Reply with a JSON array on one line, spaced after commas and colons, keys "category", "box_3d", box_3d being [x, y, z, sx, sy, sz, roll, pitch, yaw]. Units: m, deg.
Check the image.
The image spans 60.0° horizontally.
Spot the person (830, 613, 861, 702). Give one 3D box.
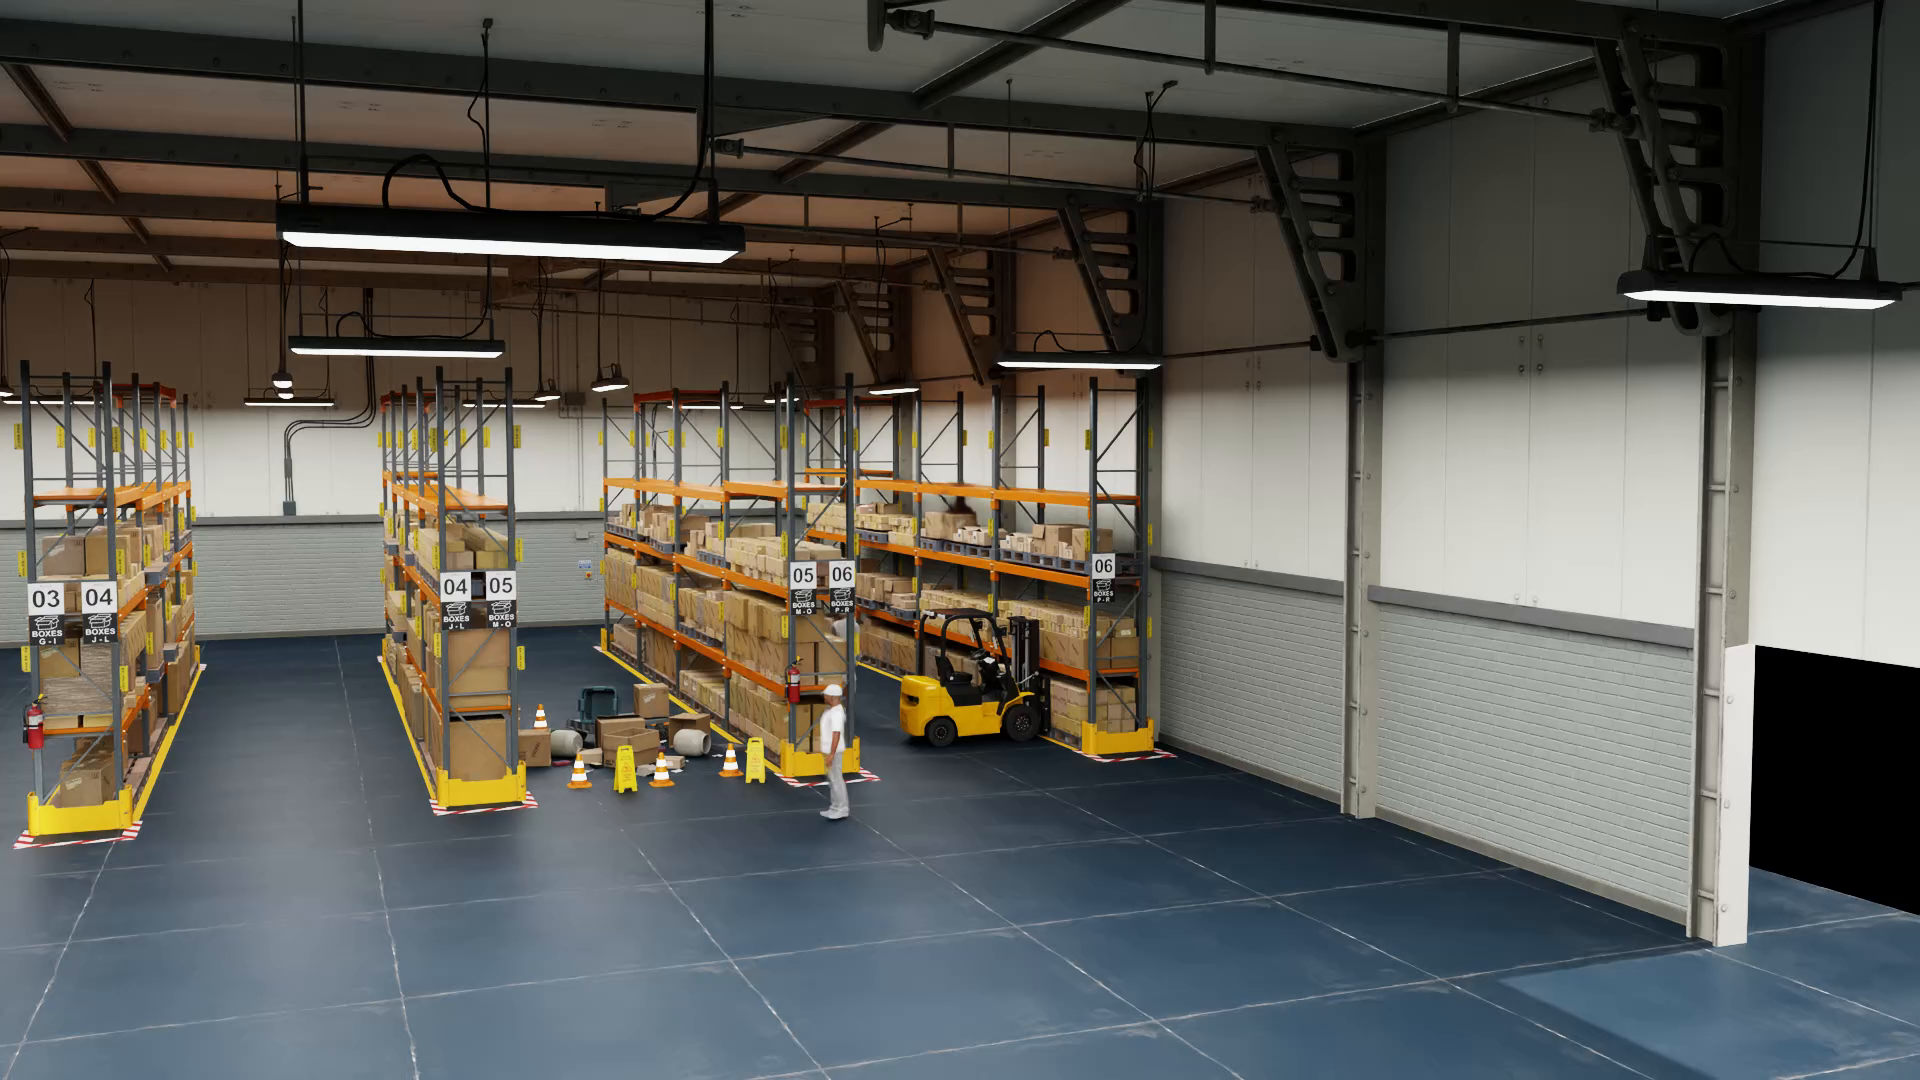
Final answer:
[{"category": "person", "box_3d": [-2.109, 2.068, 30.235, 0.519, 1.809, 0.622, -2, 4, -27]}]

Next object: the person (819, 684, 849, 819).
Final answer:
[{"category": "person", "box_3d": [-1.668, 2.797, 22.022, 0.379, 1.785, 0.666, -1, 4, -12]}]
